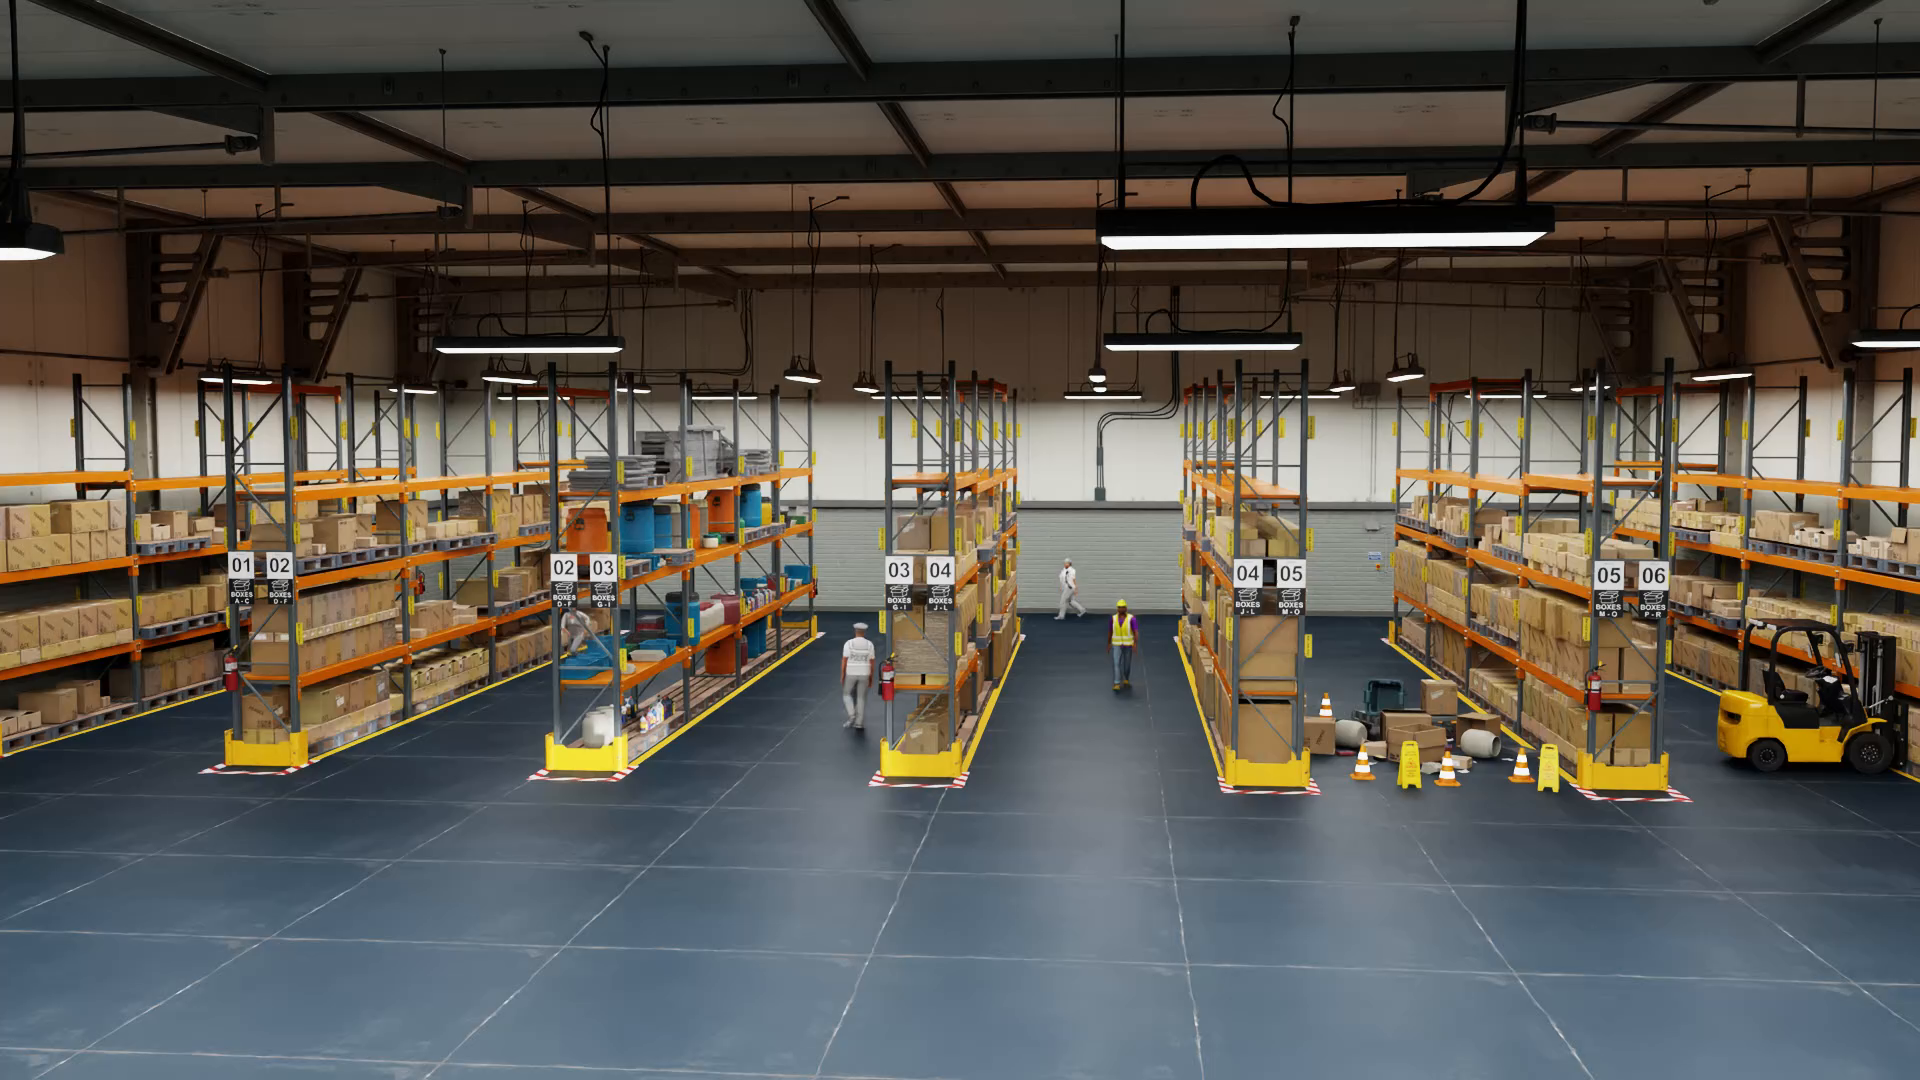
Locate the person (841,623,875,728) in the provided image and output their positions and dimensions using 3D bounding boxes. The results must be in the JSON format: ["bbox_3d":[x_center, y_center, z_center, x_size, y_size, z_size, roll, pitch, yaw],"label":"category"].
[{"bbox_3d":[-1.710,2.283,27.895,0.574,1.755,0.472,0,4,-7],"label":"person"}]

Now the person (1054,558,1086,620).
[{"bbox_3d":[2.916,1.285,44.041,0.945,1.619,0.492,-1,4,-13],"label":"person"}]

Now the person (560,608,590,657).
[{"bbox_3d":[-7.860,2.003,34.025,0.488,1.488,0.783,1,4,15],"label":"person"}]

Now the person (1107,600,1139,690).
[{"bbox_3d":[3.140,2.021,32.126,0.613,1.707,1.085,1,4,8],"label":"person"}]
